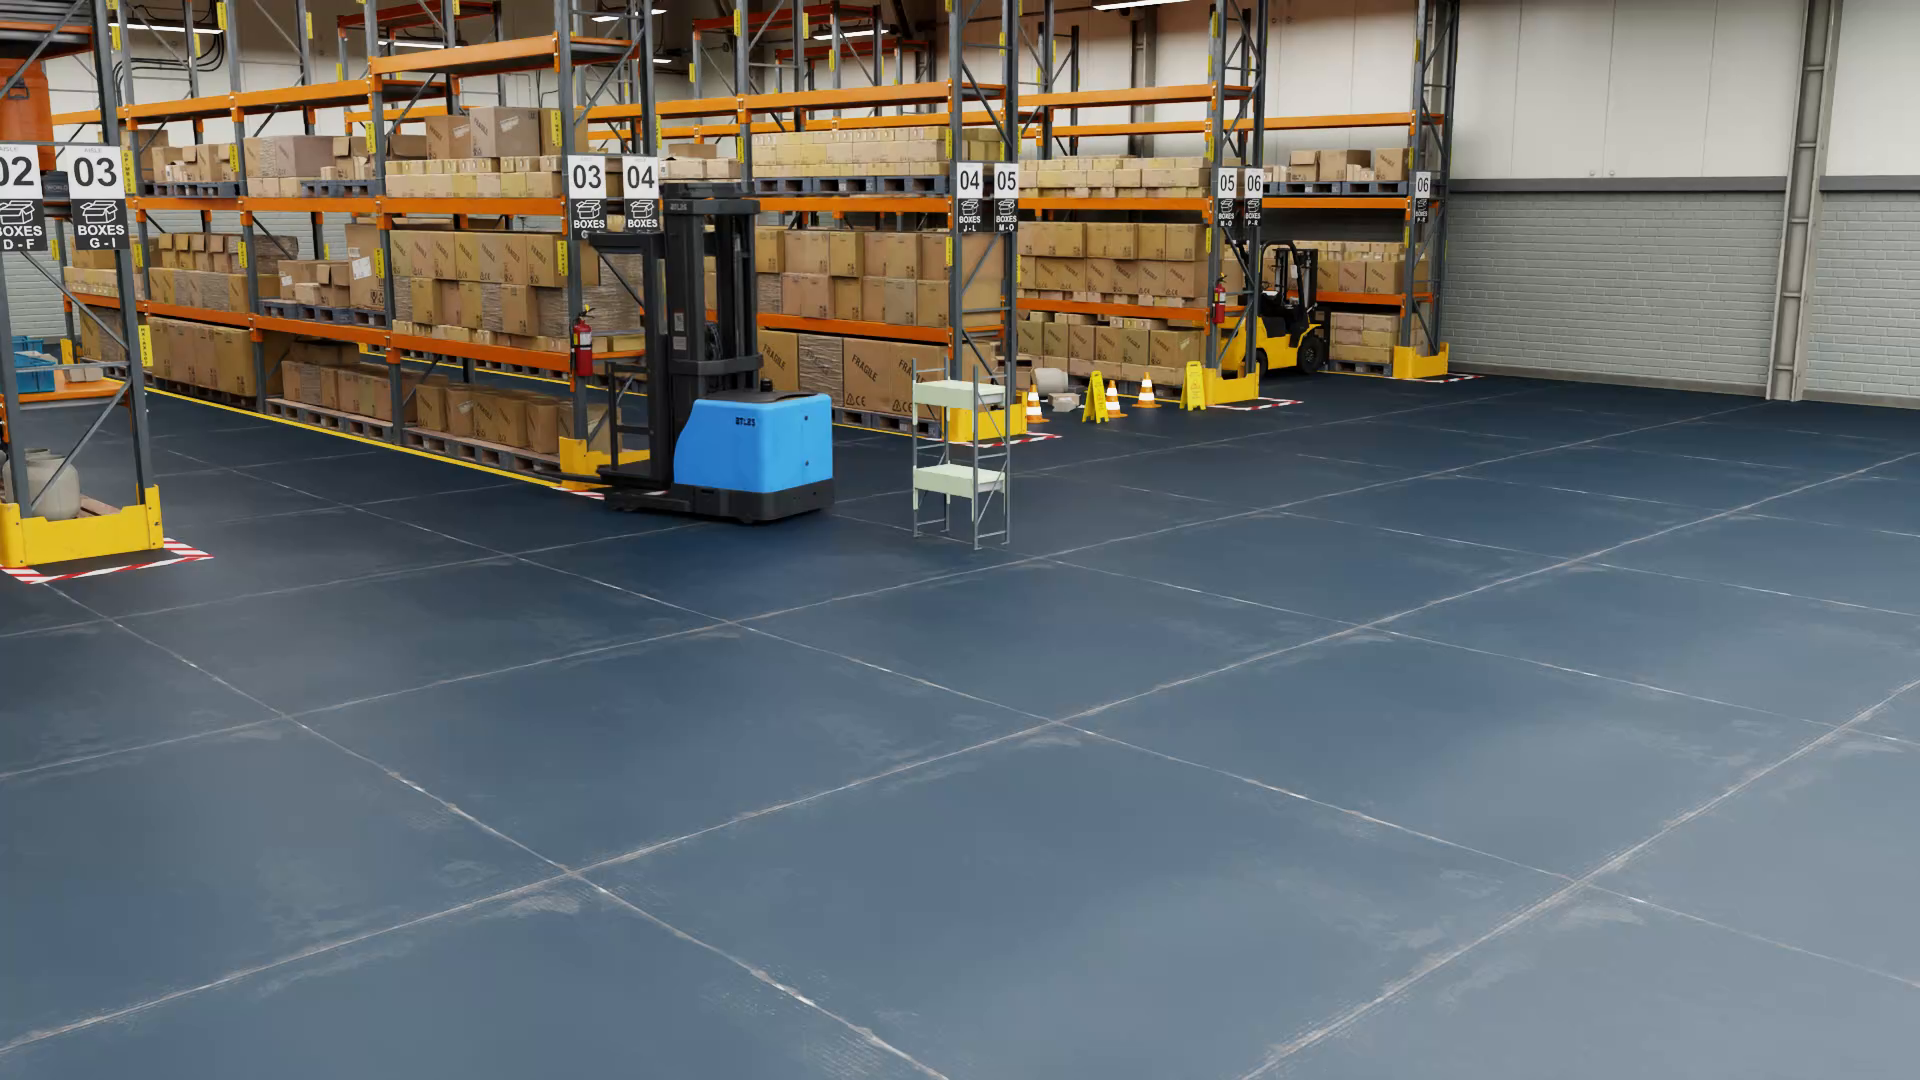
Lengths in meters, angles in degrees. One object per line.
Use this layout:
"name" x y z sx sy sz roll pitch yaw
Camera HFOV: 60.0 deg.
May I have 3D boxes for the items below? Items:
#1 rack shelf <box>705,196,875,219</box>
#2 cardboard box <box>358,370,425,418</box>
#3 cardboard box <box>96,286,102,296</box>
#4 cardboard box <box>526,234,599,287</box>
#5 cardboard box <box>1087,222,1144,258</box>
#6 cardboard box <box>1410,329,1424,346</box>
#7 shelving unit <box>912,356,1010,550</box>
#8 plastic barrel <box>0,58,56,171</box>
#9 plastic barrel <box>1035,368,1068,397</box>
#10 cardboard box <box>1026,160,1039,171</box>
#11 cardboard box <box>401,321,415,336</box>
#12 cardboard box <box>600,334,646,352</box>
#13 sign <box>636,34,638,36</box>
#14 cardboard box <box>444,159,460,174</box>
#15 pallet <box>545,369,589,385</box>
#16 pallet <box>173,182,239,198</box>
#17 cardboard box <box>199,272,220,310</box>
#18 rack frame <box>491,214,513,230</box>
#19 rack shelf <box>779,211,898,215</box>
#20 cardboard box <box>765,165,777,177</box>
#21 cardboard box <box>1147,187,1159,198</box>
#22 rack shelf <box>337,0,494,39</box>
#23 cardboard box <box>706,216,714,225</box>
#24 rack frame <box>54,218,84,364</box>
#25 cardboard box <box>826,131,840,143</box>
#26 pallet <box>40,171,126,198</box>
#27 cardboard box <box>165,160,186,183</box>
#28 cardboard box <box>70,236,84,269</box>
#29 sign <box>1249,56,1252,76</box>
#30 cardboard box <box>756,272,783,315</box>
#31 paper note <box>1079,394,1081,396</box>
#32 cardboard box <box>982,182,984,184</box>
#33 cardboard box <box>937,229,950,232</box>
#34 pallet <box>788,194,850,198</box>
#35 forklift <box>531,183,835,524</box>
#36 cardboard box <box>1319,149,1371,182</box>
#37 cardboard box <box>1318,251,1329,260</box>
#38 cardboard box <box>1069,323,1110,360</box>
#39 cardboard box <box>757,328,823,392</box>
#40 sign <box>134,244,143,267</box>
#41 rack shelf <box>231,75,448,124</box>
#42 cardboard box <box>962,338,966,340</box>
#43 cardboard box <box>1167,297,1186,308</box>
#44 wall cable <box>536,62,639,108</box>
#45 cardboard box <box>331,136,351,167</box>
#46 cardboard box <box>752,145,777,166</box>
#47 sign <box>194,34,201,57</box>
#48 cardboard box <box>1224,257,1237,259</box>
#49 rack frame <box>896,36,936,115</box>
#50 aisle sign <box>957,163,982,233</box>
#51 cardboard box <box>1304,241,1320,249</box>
"rack shelf" -3.115 -5.998 29.938 1.077 0.370 4.000 -11 16 -43
"cardboard box" -6.863 -1.780 20.223 0.700 0.500 0.500 -11 16 -43
"cardboard box" -13.356 -3.930 26.178 0.250 0.149 0.380 11 16 44
"cardboard box" -3.935 -2.771 16.463 0.500 0.500 0.500 -11 16 -43
"cardboard box" 2.266 -4.377 24.260 0.700 0.500 0.500 -11 16 -43
"cardboard box" 7.204 -3.315 27.103 0.500 0.250 0.500 -11 16 -42
"shelving unit" 0.005 -0.734 13.755 0.431 1.500 0.755 -11 16 -43
"plastic barrel" -7.386 -3.289 12.901 0.600 0.830 0.708 -11 16 -43
"plastic barrel" 1.270 -2.250 23.784 0.512 0.421 0.421 -1 12 -4
"cardboard box" 1.211 -5.616 24.952 0.380 0.149 0.250 -10 15 -41
"cardboard box" -6.044 -2.390 18.699 0.380 0.149 0.250 -11 16 -43
"cardboard box" -3.401 -1.992 16.770 0.380 0.149 0.250 -11 16 -43
"sign" -4.845 -7.436 24.994 0.100 0.325 0.005 -11 16 -43
"cardboard box" -5.209 -3.940 17.550 0.380 0.149 0.250 -11 16 -44
"pallet" -5.782 -2.633 26.168 1.003 0.211 1.213 -11 16 -43
"pallet" -10.158 -4.834 22.975 1.003 0.211 1.213 -10 15 -40
"cardboard box" -10.122 -3.443 22.943 0.500 0.500 0.500 11 16 43
"rack frame" -8.006 -4.468 28.165 1.000 3.000 0.127 -11 16 -43
"rack shelf" -2.289 -7.274 36.132 1.077 0.370 4.000 -11 16 -43
"cardboard box" -2.296 -4.763 21.499 0.380 0.149 0.250 -11 16 -42
"cardboard box" 2.861 -4.902 23.461 0.380 0.149 0.250 -11 16 -42
"rack shelf" -9.387 -8.974 28.714 1.077 0.370 4.000 -11 16 -43
"cardboard box" -4.715 -6.146 31.978 0.380 0.149 0.250 -11 16 -42
"rack frame" -14.426 -4.376 27.716 1.000 3.000 0.127 -11 16 -43
"cardboard box" -1.425 -4.969 20.523 0.380 0.149 0.250 -11 16 -43
"pallet" -7.459 -2.861 13.400 1.003 0.211 1.213 -11 16 -43
"cardboard box" -10.971 -5.250 23.708 0.500 0.311 0.500 11 16 43
"cardboard box" -13.944 -4.634 26.748 0.500 0.500 0.500 11 16 44
"sign" 5.035 -8.244 28.920 0.100 0.325 0.005 -11 16 -43
"cardboard box" -2.218 -3.322 22.230 0.875 0.550 0.550 -11 16 -43
"paper note" 1.651 -2.088 23.970 0.148 0.019 0.142 6 13 26
"cardboard box" 0.521 -5.672 25.904 0.500 0.250 0.500 -11 16 -44
"cardboard box" -0.145 -4.895 26.602 0.250 0.149 0.380 11 16 43
"pallet" -2.216 -6.052 28.888 1.213 0.211 1.003 -10 15 -40
"forklift" -2.669 -1.775 15.265 3.031 2.935 1.130 7 14 31
"cardboard box" 6.262 -6.080 27.021 0.700 0.500 0.500 -11 16 -42
"cardboard box" 6.033 -4.676 27.317 0.380 0.149 0.250 -11 16 -42
"cardboard box" 1.976 -2.955 24.737 0.500 0.500 0.500 -10 15 -40
"cardboard box" -2.098 -2.364 22.177 0.875 0.875 0.875 -11 16 -42
"sign" -12.064 -4.177 24.410 0.100 0.325 0.005 -11 16 -43
"rack shelf" -7.520 -5.306 20.139 1.077 0.370 4.000 -11 16 -43
"cardboard box" -0.238 -2.899 24.869 0.500 0.500 0.500 -11 16 -43
"cardboard box" 3.123 -3.345 23.334 0.380 0.149 0.250 -11 16 -43
"wall cable" -8.803 -9.991 40.012 2.988 3.039 0.133 -11 16 -43
"cardboard box" -7.698 -4.788 20.800 0.500 0.500 0.500 -11 16 -42
"cardboard box" -2.346 -4.986 21.593 0.500 0.250 0.500 -11 16 -42
"sign" -11.279 -7.304 24.550 0.100 0.325 0.005 -11 16 -43
"cardboard box" 4.734 -4.645 28.777 0.500 0.500 0.500 11 16 44
"rack frame" -0.908 -8.803 34.340 1.000 3.000 0.127 -11 16 -43
"aisle sign" 0.113 -3.938 19.149 0.394 0.787 0.004 -11 16 -43
"cardboard box" 5.915 -4.872 27.533 0.380 0.149 0.250 -11 16 -42
